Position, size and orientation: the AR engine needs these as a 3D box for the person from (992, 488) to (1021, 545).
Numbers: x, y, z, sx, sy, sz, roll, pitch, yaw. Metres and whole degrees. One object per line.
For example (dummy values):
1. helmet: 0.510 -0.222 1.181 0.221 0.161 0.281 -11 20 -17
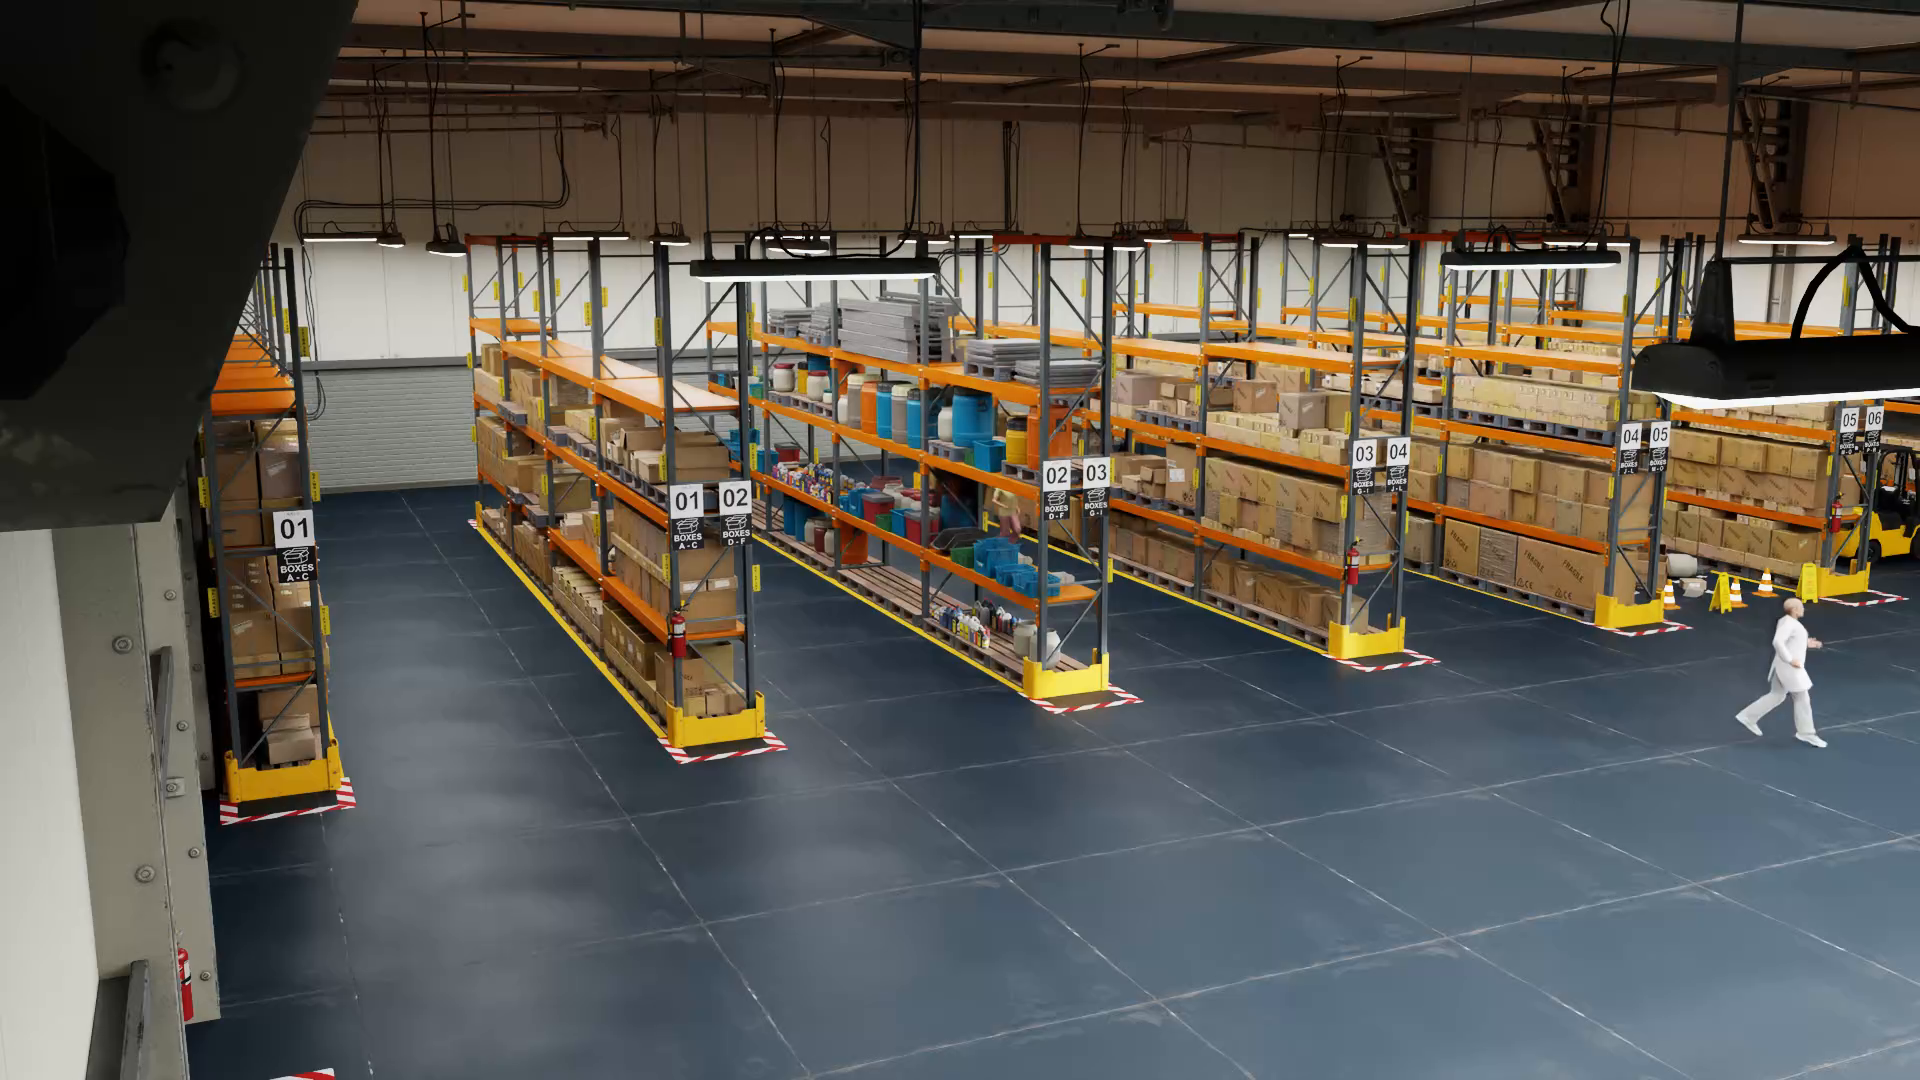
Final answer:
1. person: 0.856 -0.471 30.377 0.583 1.612 0.733 -7 13 -33

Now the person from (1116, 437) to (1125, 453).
1. person: 4.195 -2.445 41.667 0.724 1.580 0.578 1 11 8

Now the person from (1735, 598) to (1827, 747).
1. person: 10.032 1.590 20.192 1.040 1.804 0.703 2 11 9
